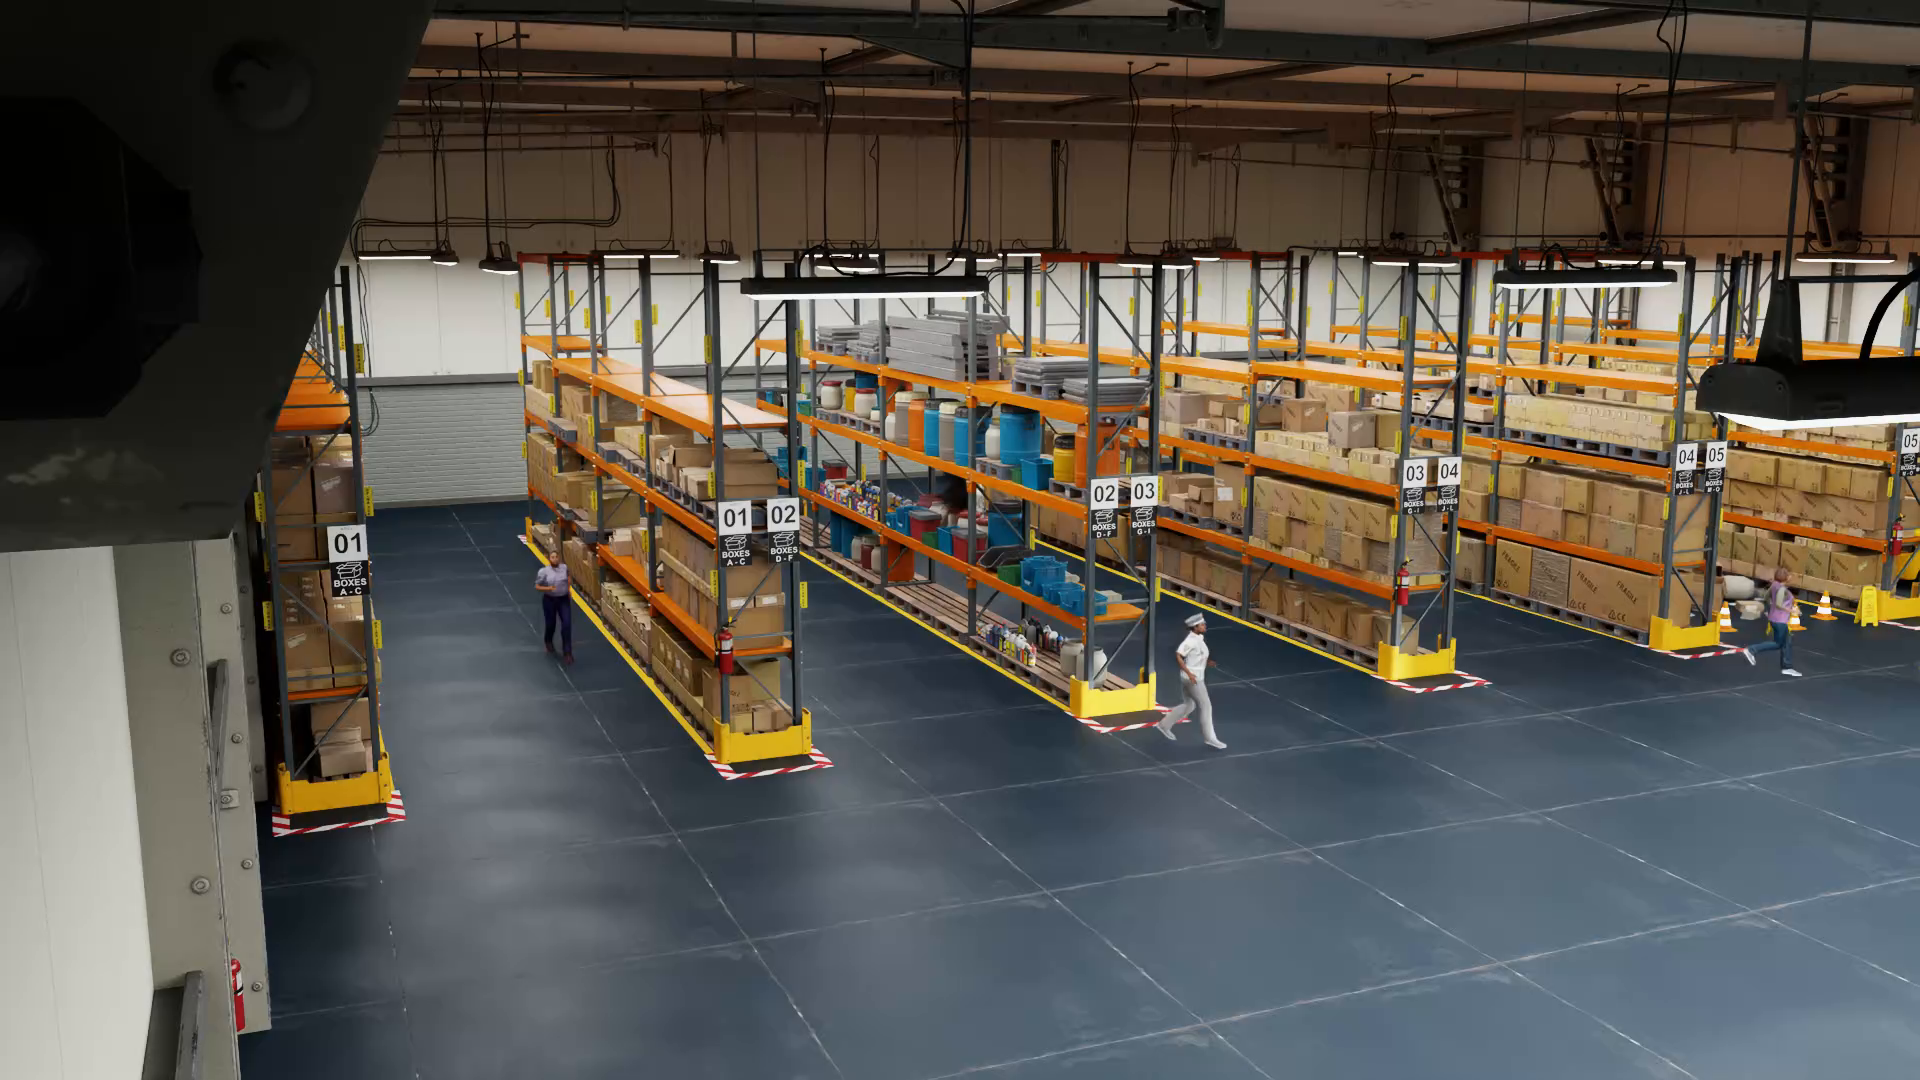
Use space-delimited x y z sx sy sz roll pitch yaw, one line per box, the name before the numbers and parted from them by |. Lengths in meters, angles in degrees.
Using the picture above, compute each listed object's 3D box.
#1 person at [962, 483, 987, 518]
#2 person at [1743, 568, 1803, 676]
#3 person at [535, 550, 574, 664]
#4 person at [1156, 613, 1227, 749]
person | 0.286 -0.525 33.312 0.585 1.700 1.086 -5 11 -24
person | 11.876 1.185 24.217 0.814 1.587 0.539 3 11 17
person | -6.107 0.967 25.112 0.604 1.669 0.893 -5 12 -26
person | 2.910 1.734 20.787 0.882 1.689 0.600 2 10 8
